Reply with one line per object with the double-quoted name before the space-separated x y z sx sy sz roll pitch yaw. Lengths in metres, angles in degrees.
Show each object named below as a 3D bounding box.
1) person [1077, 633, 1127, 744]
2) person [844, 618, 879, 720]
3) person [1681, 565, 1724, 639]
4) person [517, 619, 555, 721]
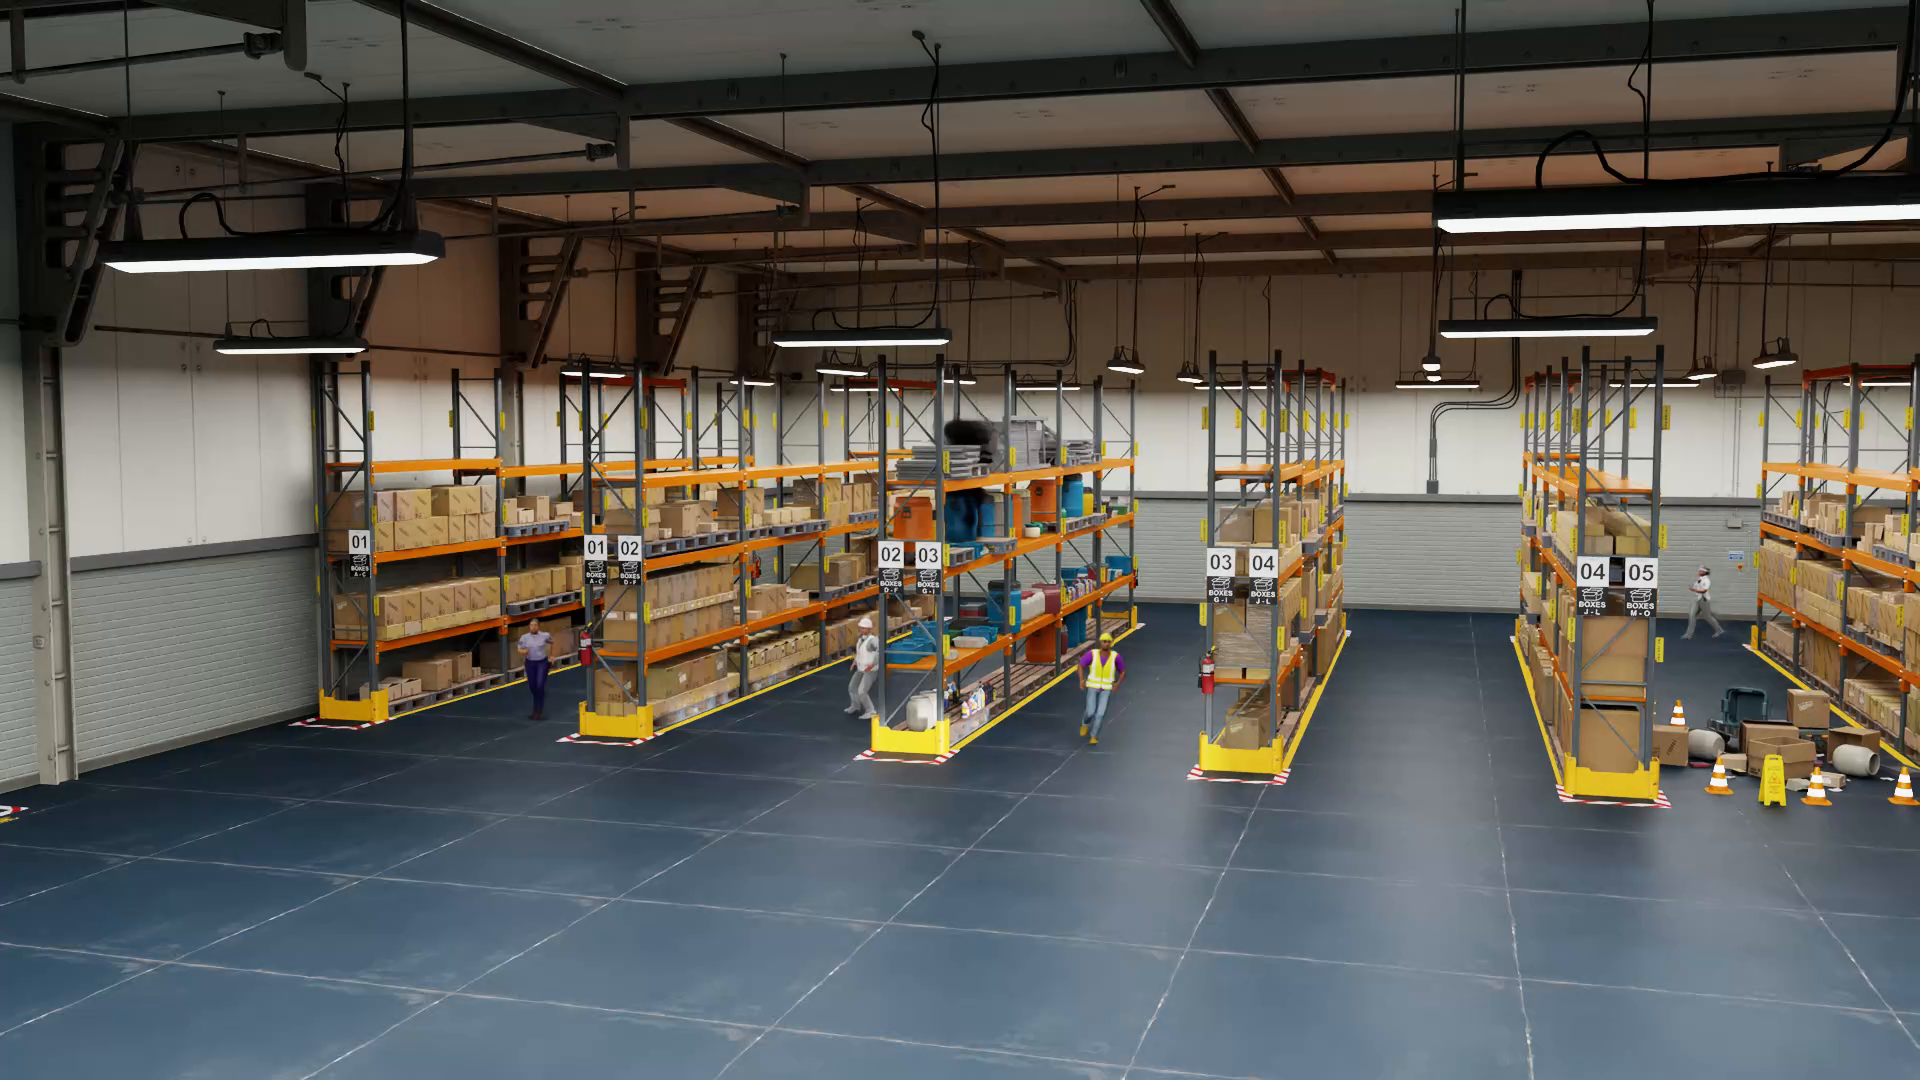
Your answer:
"person" 2.216 2.302 25.901 0.756 1.724 0.567 0 4 -2
"person" -1.646 2.159 28.089 0.471 1.706 0.972 -3 5 -34
"person" 17.002 1.421 38.068 0.883 1.708 0.574 1 4 7
"person" -7.169 2.163 28.127 0.557 1.695 0.854 0 4 1
